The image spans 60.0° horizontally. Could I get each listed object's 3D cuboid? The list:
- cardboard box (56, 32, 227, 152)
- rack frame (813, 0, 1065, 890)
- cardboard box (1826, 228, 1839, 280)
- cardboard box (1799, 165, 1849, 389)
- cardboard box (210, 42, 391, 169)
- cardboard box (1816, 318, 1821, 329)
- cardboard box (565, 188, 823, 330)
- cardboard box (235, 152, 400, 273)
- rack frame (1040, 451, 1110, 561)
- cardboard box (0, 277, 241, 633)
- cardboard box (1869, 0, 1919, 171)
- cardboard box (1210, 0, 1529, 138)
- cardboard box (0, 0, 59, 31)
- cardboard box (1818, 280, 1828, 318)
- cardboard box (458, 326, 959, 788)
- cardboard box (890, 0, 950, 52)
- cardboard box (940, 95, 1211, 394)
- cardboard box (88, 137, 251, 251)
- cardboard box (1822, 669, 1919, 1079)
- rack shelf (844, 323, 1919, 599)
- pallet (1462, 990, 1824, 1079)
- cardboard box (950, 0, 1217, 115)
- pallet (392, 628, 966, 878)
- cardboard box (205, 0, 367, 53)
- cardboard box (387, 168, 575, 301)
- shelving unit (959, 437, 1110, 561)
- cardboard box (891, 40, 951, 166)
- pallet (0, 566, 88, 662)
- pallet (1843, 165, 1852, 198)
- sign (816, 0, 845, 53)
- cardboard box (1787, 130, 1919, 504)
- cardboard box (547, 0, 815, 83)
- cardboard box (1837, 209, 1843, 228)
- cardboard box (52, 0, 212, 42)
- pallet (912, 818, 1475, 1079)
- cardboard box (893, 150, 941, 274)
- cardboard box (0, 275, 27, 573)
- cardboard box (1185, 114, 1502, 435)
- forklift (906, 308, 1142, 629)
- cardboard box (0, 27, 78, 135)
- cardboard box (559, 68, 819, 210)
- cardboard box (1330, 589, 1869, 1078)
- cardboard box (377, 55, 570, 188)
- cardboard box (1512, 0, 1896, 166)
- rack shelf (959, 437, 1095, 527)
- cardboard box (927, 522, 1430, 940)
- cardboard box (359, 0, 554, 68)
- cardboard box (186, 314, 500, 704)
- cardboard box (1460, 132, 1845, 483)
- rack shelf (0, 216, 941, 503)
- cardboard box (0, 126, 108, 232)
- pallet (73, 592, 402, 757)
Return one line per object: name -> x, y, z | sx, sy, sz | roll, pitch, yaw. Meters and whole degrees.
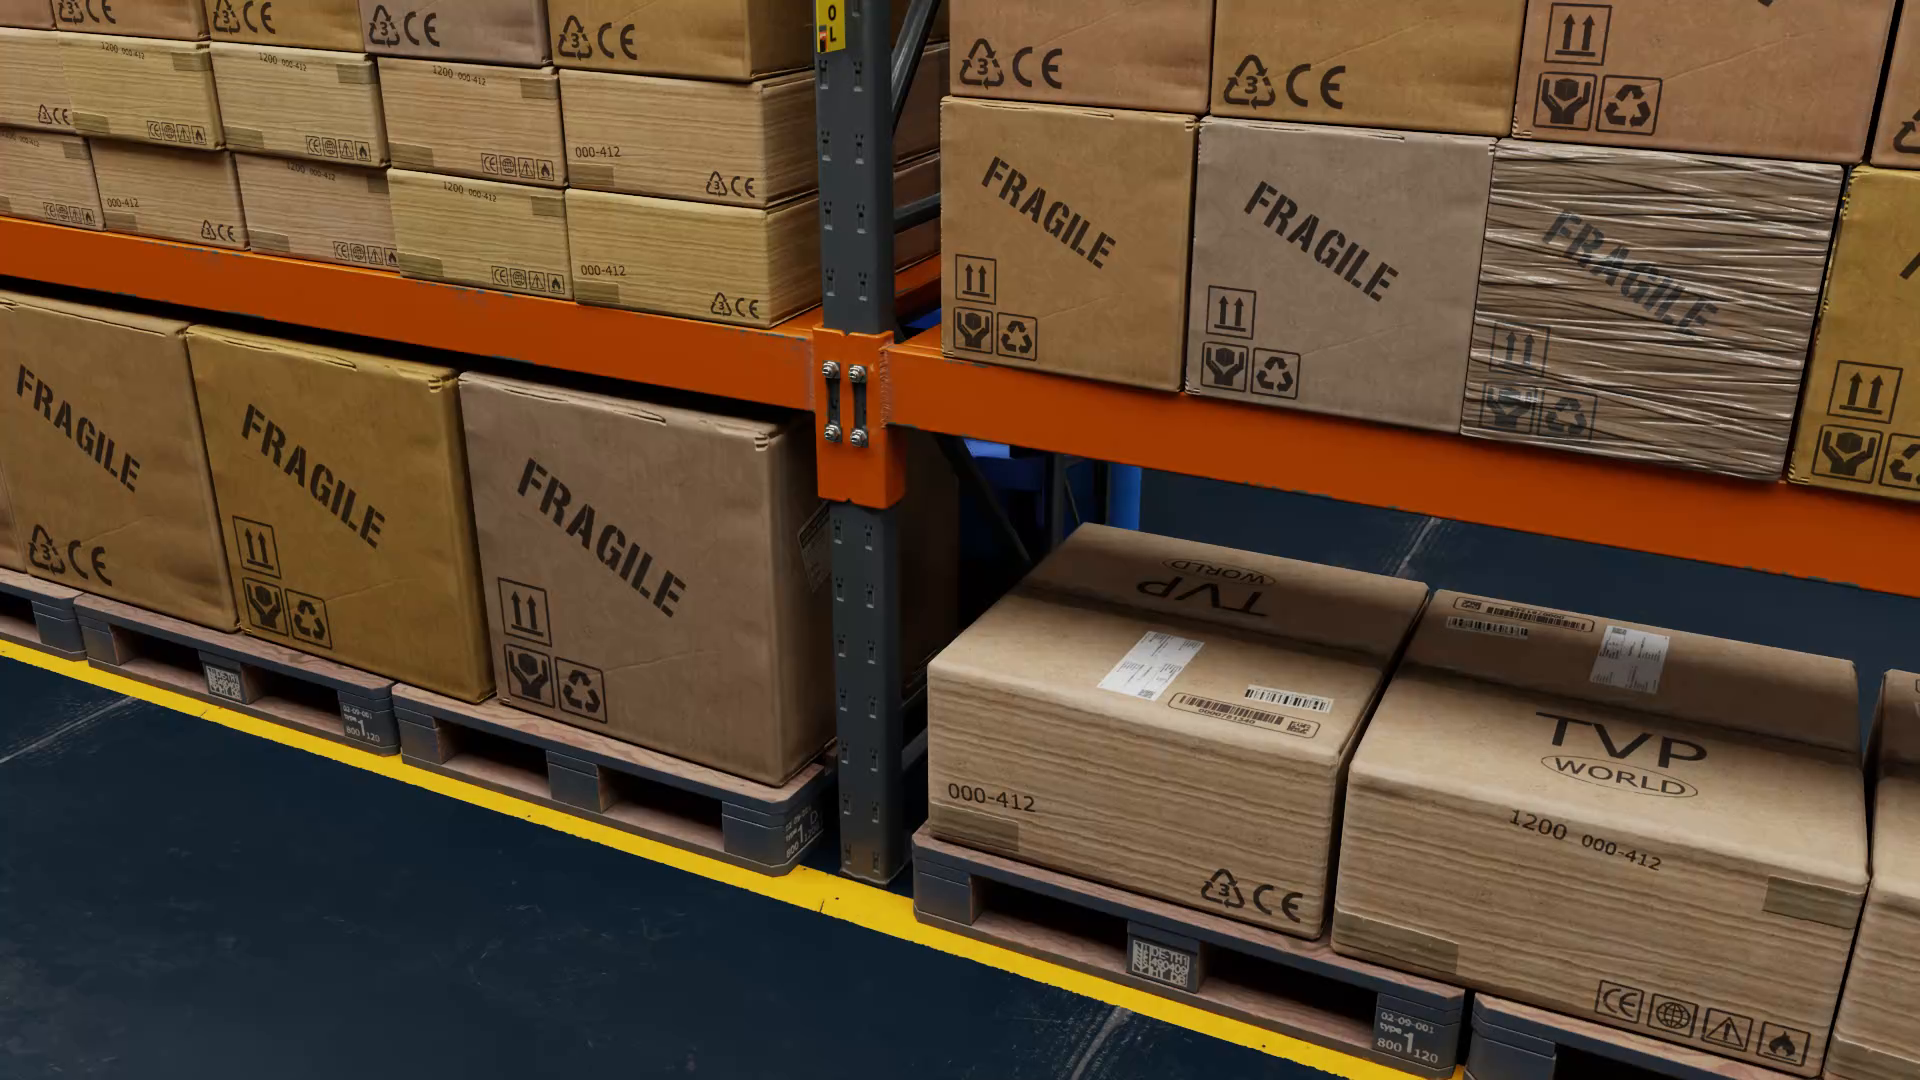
cardboard box -> -1.883, -1.170, 4.221 | 0.500, 0.250, 0.500 | 12, 26, 25
rack frame -> -0.001, -0.756, 3.696 | 0.127, 3.000, 1.000 | 11, 25, 25
cardboard box -> 3.739, -1.240, 7.179 | 0.250, 0.149, 0.380 | 11, 26, 25
cardboard box -> 1.445, -0.637, 3.288 | 0.500, 0.500, 0.500 | 11, 25, 24
cardboard box -> -1.419, -1.085, 4.022 | 0.500, 0.250, 0.500 | 12, 26, 26
cardboard box -> 3.767, -0.973, 7.312 | 0.250, 0.149, 0.380 | 12, 26, 26
cardboard box -> -0.515, -0.679, 3.705 | 0.500, 0.250, 0.500 | 11, 25, 23
cardboard box -> -1.411, -0.865, 4.142 | 0.500, 0.250, 0.500 | 10, 25, 23
rack frame -> 0.329, -0.345, 4.508 | 0.032, 1.500, 0.500 | 6, 13, 22
cardboard box -> -2.198, -0.368, 4.962 | 0.875, 0.875, 0.875 | 12, 26, 25
cardboard box -> 1.663, -0.818, 2.436 | 0.500, 0.500, 0.500 | 11, 25, 24
cardboard box -> 0.762, -1.003, 2.869 | 0.500, 0.500, 0.500 | 11, 25, 24
cardboard box -> -2.339, -1.615, 4.310 | 0.500, 0.500, 0.500 | 12, 26, 26
cardboard box -> 3.701, -1.077, 7.176 | 0.250, 0.149, 0.380 | 11, 26, 25
cardboard box -> -0.591, -0.053, 4.221 | 0.875, 0.875, 0.875 | 12, 26, 26
cardboard box -> -0.264, -1.441, 3.899 | 0.500, 0.500, 0.500 | 12, 26, 25
cardboard box -> 0.300, -0.628, 3.266 | 0.500, 0.500, 0.500 | 12, 26, 26
cardboard box -> -1.874, -0.954, 4.353 | 0.500, 0.250, 0.500 | 11, 25, 25
cardboard box -> 2.114, 0.695, 3.019 | 0.875, 0.438, 0.875 | 12, 26, 26
rack shelf -> 1.784, -0.072, 3.006 | 4.000, 0.370, 1.077 | 11, 25, 25
pallet -> 1.735, 0.903, 3.356 | 1.213, 0.211, 1.003 | 11, 25, 25
cardboard box -> 0.315, -1.094, 3.084 | 0.500, 0.500, 0.500 | 11, 26, 25
pallet -> -0.724, 0.417, 4.500 | 1.213, 0.211, 1.003 | 11, 25, 25
cardboard box -> -1.422, -1.439, 3.895 | 0.500, 0.500, 0.500 | 12, 26, 26
cardboard box -> -0.969, -0.769, 3.917 | 0.500, 0.250, 0.500 | 11, 25, 24
shelving unit -> -0.139, -0.397, 4.699 | 1.048, 1.500, 0.538 | 6, 13, 22
cardboard box -> -0.267, -1.094, 4.042 | 0.500, 0.250, 0.500 | 10, 25, 23
pallet -> -2.901, -0.014, 5.513 | 1.213, 0.211, 1.003 | 11, 25, 25
pallet -> 6.206, -2.558, 11.495 | 1.213, 0.211, 1.003 | 11, 25, 25
sign -> -0.237, -1.062, 3.035 | 0.005, 0.325, 0.100 | 11, 25, 25
cardboard box -> 1.647, -0.357, 2.628 | 0.500, 0.500, 0.500 | 12, 26, 26
cardboard box -> -0.513, -1.254, 3.460 | 0.500, 0.500, 0.500 | 12, 26, 26
cardboard box -> 3.947, -1.400, 7.554 | 0.250, 0.149, 0.380 | 11, 26, 25
cardboard box -> -1.890, -1.525, 4.098 | 0.500, 0.500, 0.500 | 12, 26, 25
pallet -> 0.642, 0.688, 3.862 | 1.213, 0.211, 1.003 | 11, 25, 25
cardboard box -> -0.275, -0.857, 4.125 | 0.500, 0.250, 0.500 | 11, 25, 23
cardboard box -> -2.992, -0.527, 5.335 | 0.875, 0.875, 0.875 | 11, 25, 24
cardboard box -> 0.747, -0.538, 3.054 | 0.500, 0.500, 0.500 | 11, 26, 25
forklift -> -0.016, -1.602, 5.771 | 1.130, 2.935, 3.031 | -1, 23, -1
cardboard box -> -2.330, -1.264, 4.442 | 0.500, 0.250, 0.500 | 11, 25, 24
cardboard box -> -0.504, -0.910, 3.611 | 0.500, 0.250, 0.500 | 11, 25, 24
cardboard box -> 1.310, 0.536, 3.395 | 0.875, 0.438, 0.875 | 10, 25, 23
cardboard box -> -0.954, -0.996, 3.812 | 0.500, 0.250, 0.500 | 12, 26, 26
cardboard box -> 1.215, -0.908, 2.647 | 0.500, 0.500, 0.500 | 12, 26, 26
rack shelf -> -0.144, -0.221, 4.736 | 1.000, 0.185, 0.538 | 6, 13, 22
cardboard box -> 0.511, 0.378, 3.766 | 0.875, 0.438, 0.875 | 11, 25, 24
cardboard box -> -0.978, -1.343, 3.669 | 0.500, 0.500, 0.500 | 12, 26, 26
cardboard box -> -1.400, -0.210, 4.590 | 0.875, 0.875, 0.875 | 12, 26, 26
cardboard box -> 1.188, -0.448, 2.842 | 0.500, 0.500, 0.500 | 11, 26, 25
rack shelf -> -1.786, -0.779, 4.667 | 4.000, 0.370, 1.077 | 11, 25, 25
cardboard box -> -2.316, -1.040, 4.555 | 0.500, 0.250, 0.500 | 12, 26, 26
pallet -> -1.817, 0.202, 5.006 | 1.213, 0.211, 1.003 | 11, 25, 25
